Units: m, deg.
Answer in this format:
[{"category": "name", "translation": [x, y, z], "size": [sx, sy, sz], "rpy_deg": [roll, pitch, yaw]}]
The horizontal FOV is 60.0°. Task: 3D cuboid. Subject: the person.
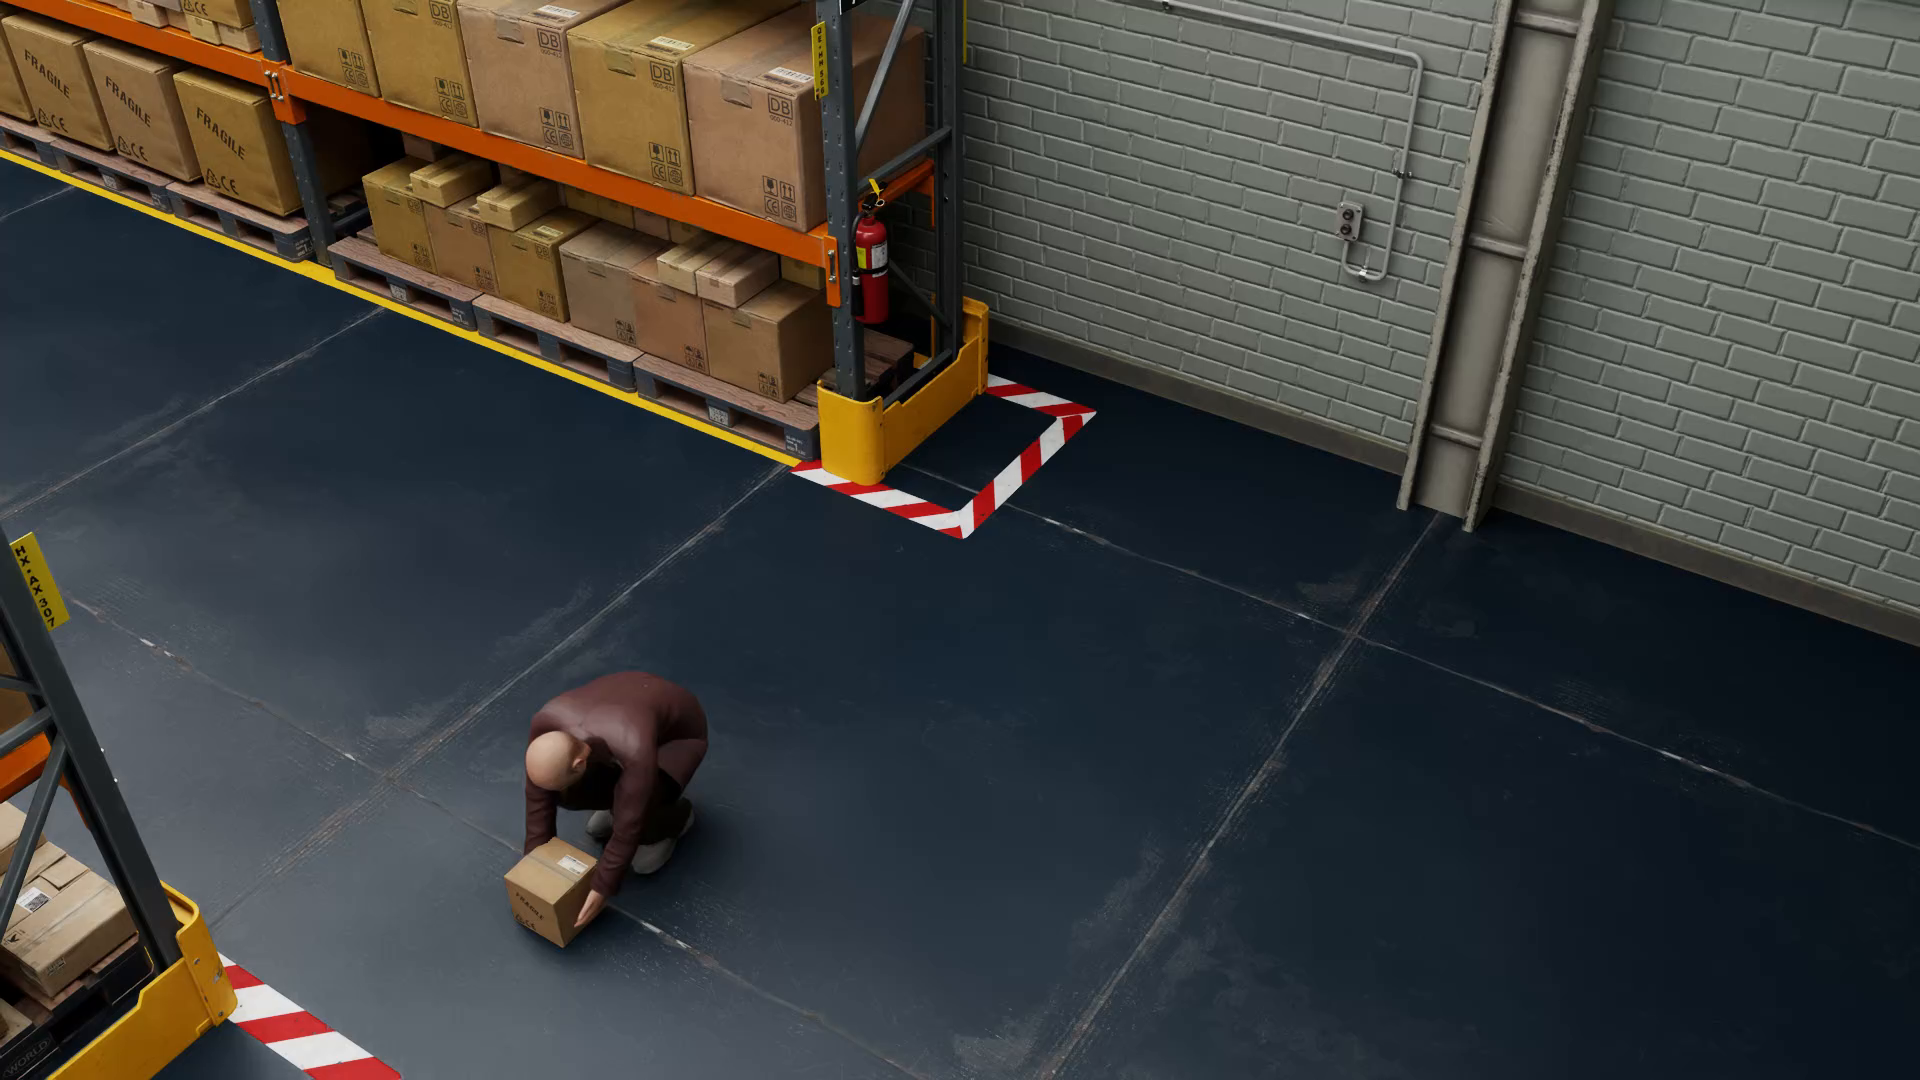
[{"category": "person", "translation": [-1.310, 0.870, 6.289], "size": [0.606, 0.906, 0.906], "rpy_deg": [21, 43, 25]}]
